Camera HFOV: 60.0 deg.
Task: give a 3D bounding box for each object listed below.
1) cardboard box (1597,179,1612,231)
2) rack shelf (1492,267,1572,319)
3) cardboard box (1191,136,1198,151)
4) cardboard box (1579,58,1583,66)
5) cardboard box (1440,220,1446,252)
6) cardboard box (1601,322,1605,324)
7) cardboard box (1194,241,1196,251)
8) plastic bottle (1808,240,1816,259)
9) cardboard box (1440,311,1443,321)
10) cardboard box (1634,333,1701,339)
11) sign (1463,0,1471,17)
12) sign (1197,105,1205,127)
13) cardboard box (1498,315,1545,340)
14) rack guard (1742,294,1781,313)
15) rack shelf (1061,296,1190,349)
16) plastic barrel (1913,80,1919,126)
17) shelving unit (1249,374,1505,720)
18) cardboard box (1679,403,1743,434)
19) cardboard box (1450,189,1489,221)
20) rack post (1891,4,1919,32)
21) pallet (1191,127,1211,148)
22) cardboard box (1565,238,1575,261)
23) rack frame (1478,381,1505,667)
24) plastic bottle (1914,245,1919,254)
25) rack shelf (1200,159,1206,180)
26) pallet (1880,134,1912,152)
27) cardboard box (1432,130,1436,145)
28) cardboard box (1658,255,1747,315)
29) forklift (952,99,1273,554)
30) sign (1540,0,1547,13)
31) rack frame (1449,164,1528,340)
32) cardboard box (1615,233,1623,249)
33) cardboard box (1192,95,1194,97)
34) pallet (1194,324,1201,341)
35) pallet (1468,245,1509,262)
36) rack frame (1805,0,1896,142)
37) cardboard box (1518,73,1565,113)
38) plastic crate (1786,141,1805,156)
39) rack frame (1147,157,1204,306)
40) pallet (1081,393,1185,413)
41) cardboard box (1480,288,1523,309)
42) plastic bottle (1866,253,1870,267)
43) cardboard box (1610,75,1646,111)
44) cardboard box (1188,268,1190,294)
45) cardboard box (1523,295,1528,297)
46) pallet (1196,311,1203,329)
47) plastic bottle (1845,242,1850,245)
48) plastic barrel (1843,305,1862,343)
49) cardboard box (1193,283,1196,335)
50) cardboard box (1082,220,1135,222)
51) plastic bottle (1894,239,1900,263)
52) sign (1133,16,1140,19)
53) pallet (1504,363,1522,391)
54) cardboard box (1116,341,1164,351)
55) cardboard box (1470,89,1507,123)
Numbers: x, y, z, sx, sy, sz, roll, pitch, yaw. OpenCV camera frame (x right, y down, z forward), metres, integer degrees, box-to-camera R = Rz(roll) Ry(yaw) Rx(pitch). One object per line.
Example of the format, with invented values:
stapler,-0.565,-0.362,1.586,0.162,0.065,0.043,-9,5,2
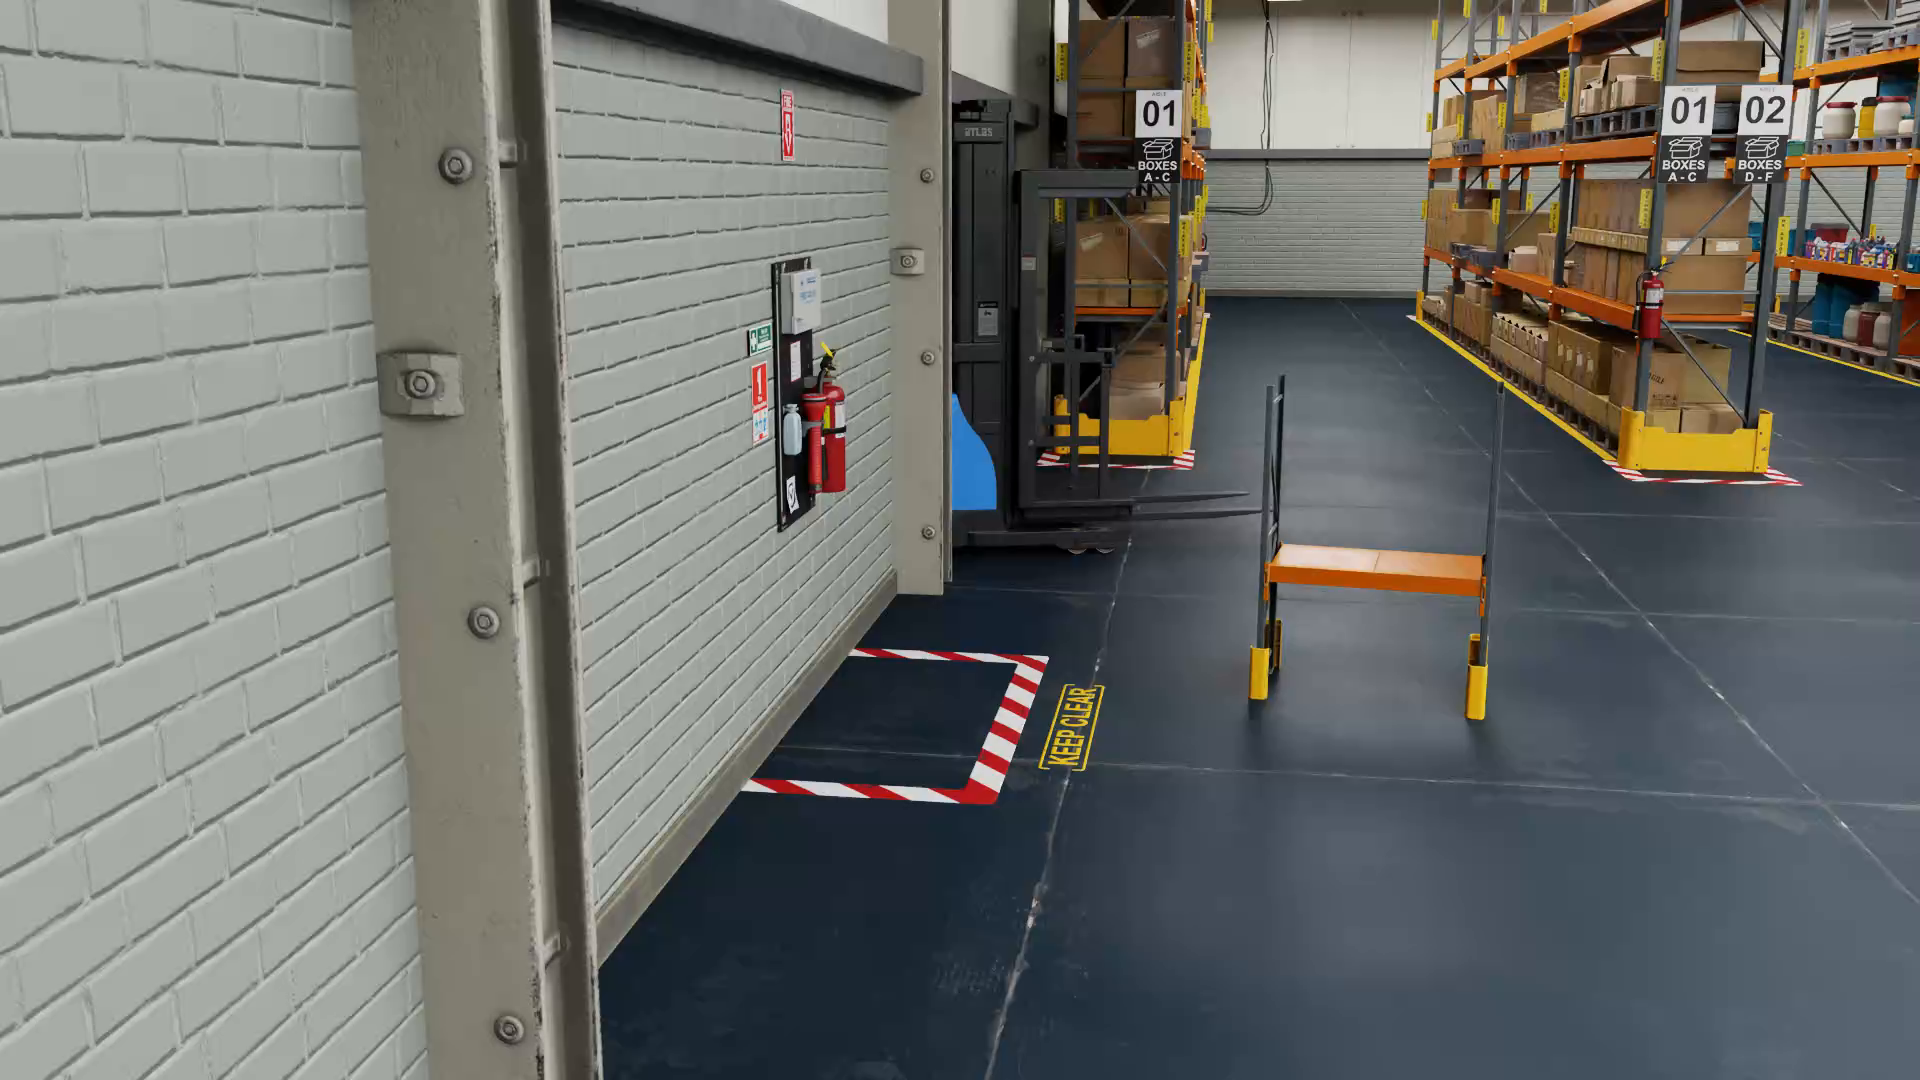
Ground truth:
cardboard box,6.733,-3.311,16.422,0.700,0.500,0.500,2,12,9
rack shelf,7.257,-2.995,19.978,1.077,0.370,4.000,2,12,9
cardboard box,2.825,-5.197,21.531,0.500,0.311,0.500,2,12,9
cardboard box,7.148,-5.142,18.691,0.500,0.500,0.500,3,13,14
cardboard box,8.157,-4.971,27.204,0.500,0.500,0.500,2,12,10
cardboard box,7.494,-2.464,20.004,0.500,0.311,0.500,2,12,10
cardboard box,2.997,-4.220,22.962,0.500,0.500,0.500,2,12,10
plastic bottle,12.575,-4.287,24.543,0.061,0.283,0.133,2,12,9
cardboard box,7.985,-3.625,26.916,0.380,0.149,0.250,2,12,9
cardboard box,6.870,-1.742,16.206,0.500,0.500,0.500,2,12,9
sign,7.646,-8.045,25.059,0.100,0.325,0.005,2,12,9
sign,3.205,-5.624,22.122,0.100,0.325,0.005,2,12,9
cardboard box,7.121,-2.689,21.050,0.500,0.311,0.500,2,12,7
rack guard,13.679,-4.051,29.102,1.175,0.500,0.348,2,12,9
rack shelf,1.746,-2.322,16.856,1.077,0.370,4.000,2,12,9
plastic barrel,12.548,-5.601,21.228,0.600,0.830,0.708,2,12,9
shelving unit,1.984,0.002,7.925,1.083,1.500,0.587,4,13,17
cardboard box,6.636,-1.063,14.837,0.500,0.250,0.500,2,12,9
cardboard box,8.001,-5.247,26.110,0.500,0.500,0.500,2,12,9
rack post,12.529,-6.650,21.168,0.954,0.300,0.937,2,12,9
pallet,2.254,-4.590,18.996,1.213,0.211,1.003,2,12,9
cardboard box,7.164,-3.248,19.208,0.500,0.500,0.500,3,12,13
rack frame,2.477,0.035,7.773,0.032,1.500,0.500,4,13,17
plastic bottle,13.067,-3.882,22.692,0.097,0.271,0.097,0,12,0
rack shelf,3.592,-6.286,28.131,1.077,0.370,4.000,2,12,9
pallet,12.672,-5.132,21.514,1.003,0.211,1.213,2,12,9
cardboard box,8.458,-6.967,28.752,0.500,0.250,0.500,2,12,9
cardboard box,6.418,-2.243,14.545,0.700,0.500,0.500,2,12,9
forklift,0.623,-1.450,11.263,3.031,2.935,1.130,-2,12,-7
sign,8.729,-8.046,24.873,0.100,0.325,0.005,2,12,9
rack frame,8.179,-4.596,25.698,1.000,3.000,0.127,2,12,9
cardboard box,6.402,-2.819,15.677,0.380,0.149,0.250,2,12,10
cardboard box,2.245,-4.991,17.753,0.500,0.500,0.500,1,12,4
pallet,3.240,-3.229,25.976,1.003,0.211,1.213,2,12,9
pallet,7.859,-4.074,23.734,1.003,0.211,1.213,2,12,9
rack frame,13.073,-7.367,24.318,1.000,3.000,0.127,2,12,9
cardboard box,7.638,-5.858,21.823,0.500,0.500,0.500,2,12,9
plastic crate,12.898,-6.019,25.579,0.416,0.233,0.300,2,12,9
rack frame,3.899,-5.588,30.303,1.000,3.000,0.127,2,12,9
pallet,1.800,-1.331,17.170,1.003,0.211,1.213,2,12,9
cardboard box,7.481,-3.337,22.966,0.500,0.250,0.500,2,12,11
plastic bottle,12.245,-3.775,22.364,0.097,0.201,0.097,0,12,0
cardboard box,6.336,-4.158,15.430,0.500,0.311,0.500,3,13,15
cardboard box,2.057,-2.605,16.768,0.500,0.250,0.500,2,12,9
cardboard box,8.387,-3.477,25.395,0.500,0.500,0.500,2,12,8
pallet,3.664,-3.803,28.638,1.003,0.211,1.213,2,12,9
plastic bottle,12.634,-4.092,23.656,0.152,0.276,0.135,2,12,9
plastic barrel,12.689,-3.049,23.429,0.421,0.512,0.421,0,12,0
cardboard box,3.053,-3.408,24.294,0.750,0.750,0.750,2,12,8
cardboard box,1.388,-2.770,15.755,0.500,0.500,0.500,2,12,9
plastic bottle,12.915,-3.956,22.847,0.144,0.351,0.185,2,12,9
sign,2.740,-8.245,25.799,0.100,0.325,0.005,2,12,9
pallet,7.209,-1.977,20.164,1.003,0.211,1.213,2,12,9
cardboard box,1.934,-1.866,17.920,0.500,0.500,0.500,1,12,4
cardboard box,8.217,-6.702,25.742,0.700,0.500,0.500,2,12,9
